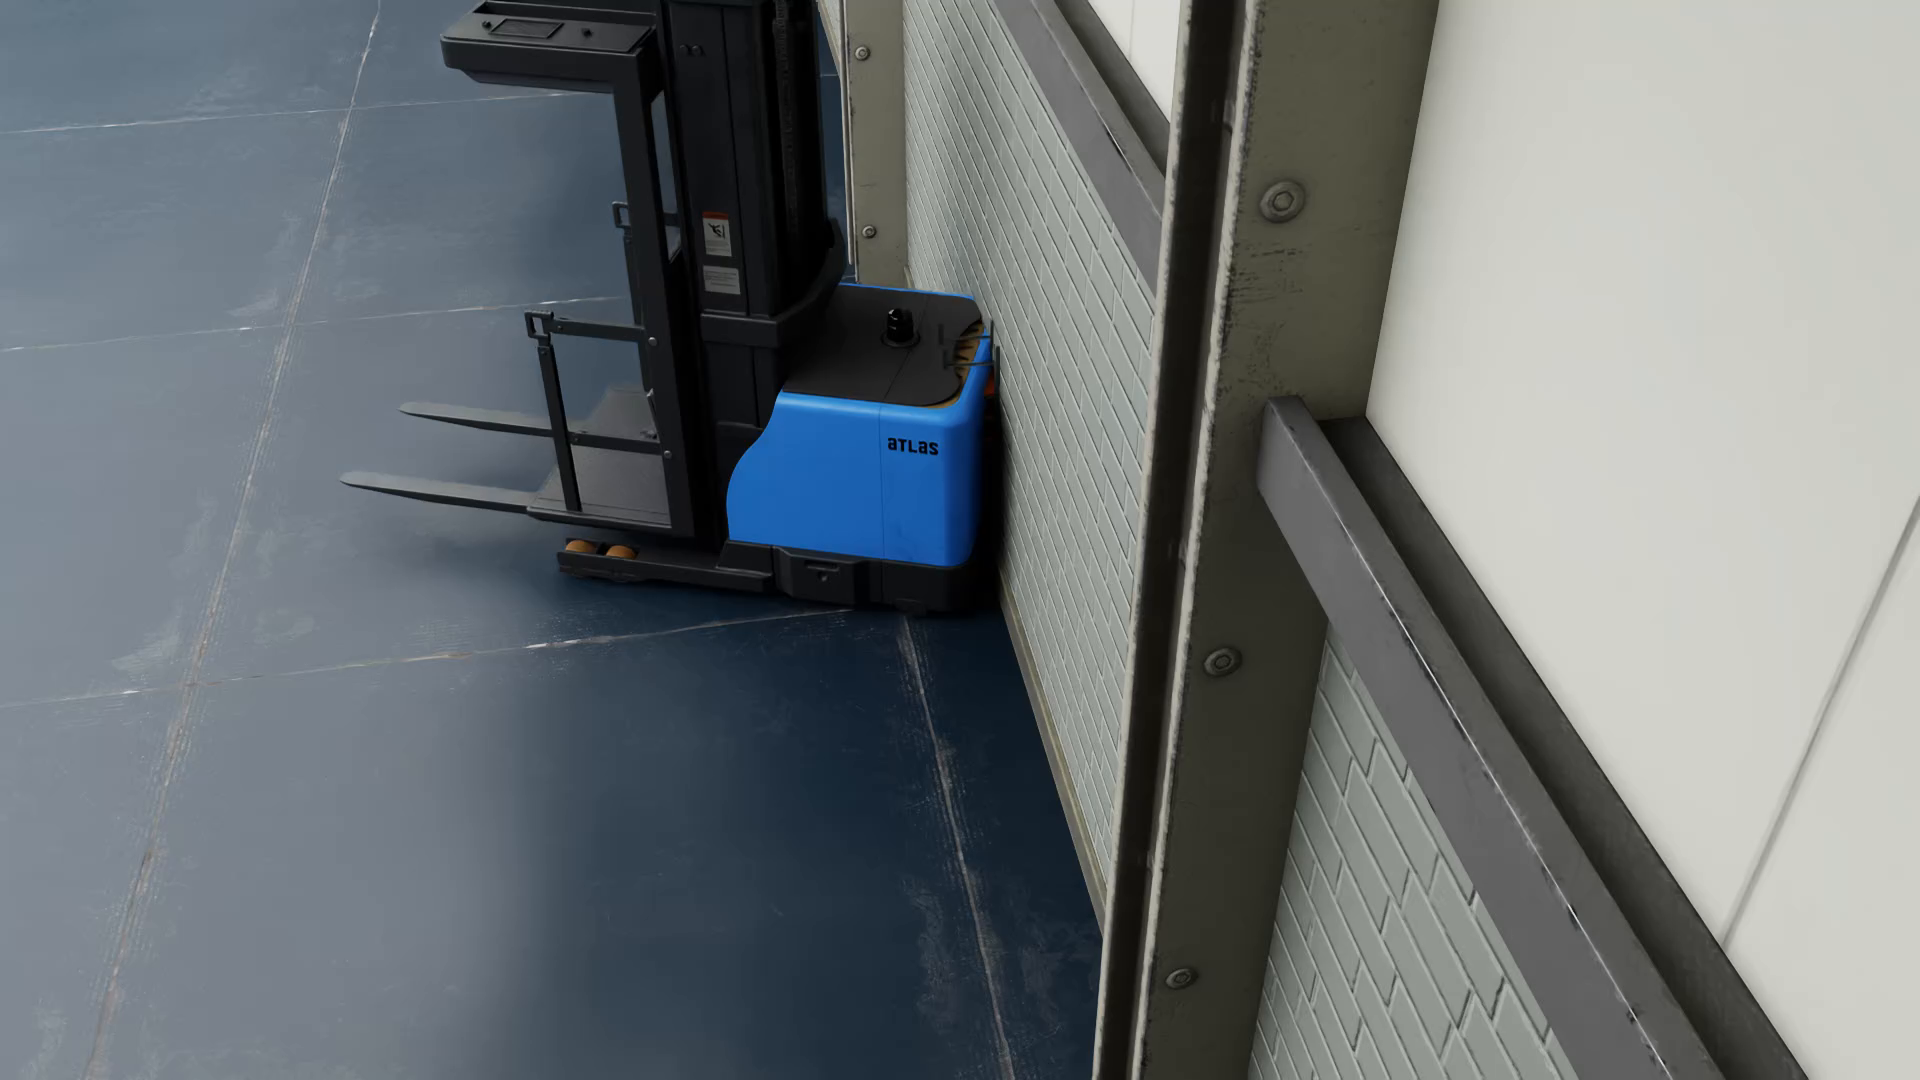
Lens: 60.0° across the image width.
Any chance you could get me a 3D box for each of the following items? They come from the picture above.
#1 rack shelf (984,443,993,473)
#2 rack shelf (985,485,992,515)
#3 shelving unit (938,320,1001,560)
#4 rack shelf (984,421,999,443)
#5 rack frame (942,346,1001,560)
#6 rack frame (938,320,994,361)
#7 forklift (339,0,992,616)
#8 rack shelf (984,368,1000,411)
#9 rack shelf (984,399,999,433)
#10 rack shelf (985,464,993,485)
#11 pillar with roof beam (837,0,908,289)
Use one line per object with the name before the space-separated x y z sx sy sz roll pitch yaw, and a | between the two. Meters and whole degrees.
rack shelf | 0.035 -0.374 7.296 0.258 0.103 0.180 -3 43 -4
rack shelf | 0.034 -0.198 7.459 0.258 0.103 0.180 -3 43 -4
shelving unit | 0.035 -0.406 7.266 0.258 1.200 0.189 -3 43 -4
rack shelf | 0.036 -0.462 7.215 0.258 0.103 0.180 -3 43 -4
rack frame | 0.043 -0.344 7.199 0.240 1.200 0.006 -3 43 -4
rack frame | 0.027 -0.468 7.333 0.240 1.200 0.006 -3 43 -4
forklift | -1.346 -1.275 7.002 3.031 2.935 1.130 7 38 9
rack shelf | 0.037 -0.638 7.052 0.258 0.103 0.180 -3 43 -4
rack shelf | 0.036 -0.550 7.133 0.258 0.103 0.180 -3 43 -4
rack shelf | 0.034 -0.286 7.378 0.258 0.103 0.180 -3 43 -4
pillar with roof beam | -4.713 -4.653 6.404 9.100 9.000 0.400 -6 38 -8
